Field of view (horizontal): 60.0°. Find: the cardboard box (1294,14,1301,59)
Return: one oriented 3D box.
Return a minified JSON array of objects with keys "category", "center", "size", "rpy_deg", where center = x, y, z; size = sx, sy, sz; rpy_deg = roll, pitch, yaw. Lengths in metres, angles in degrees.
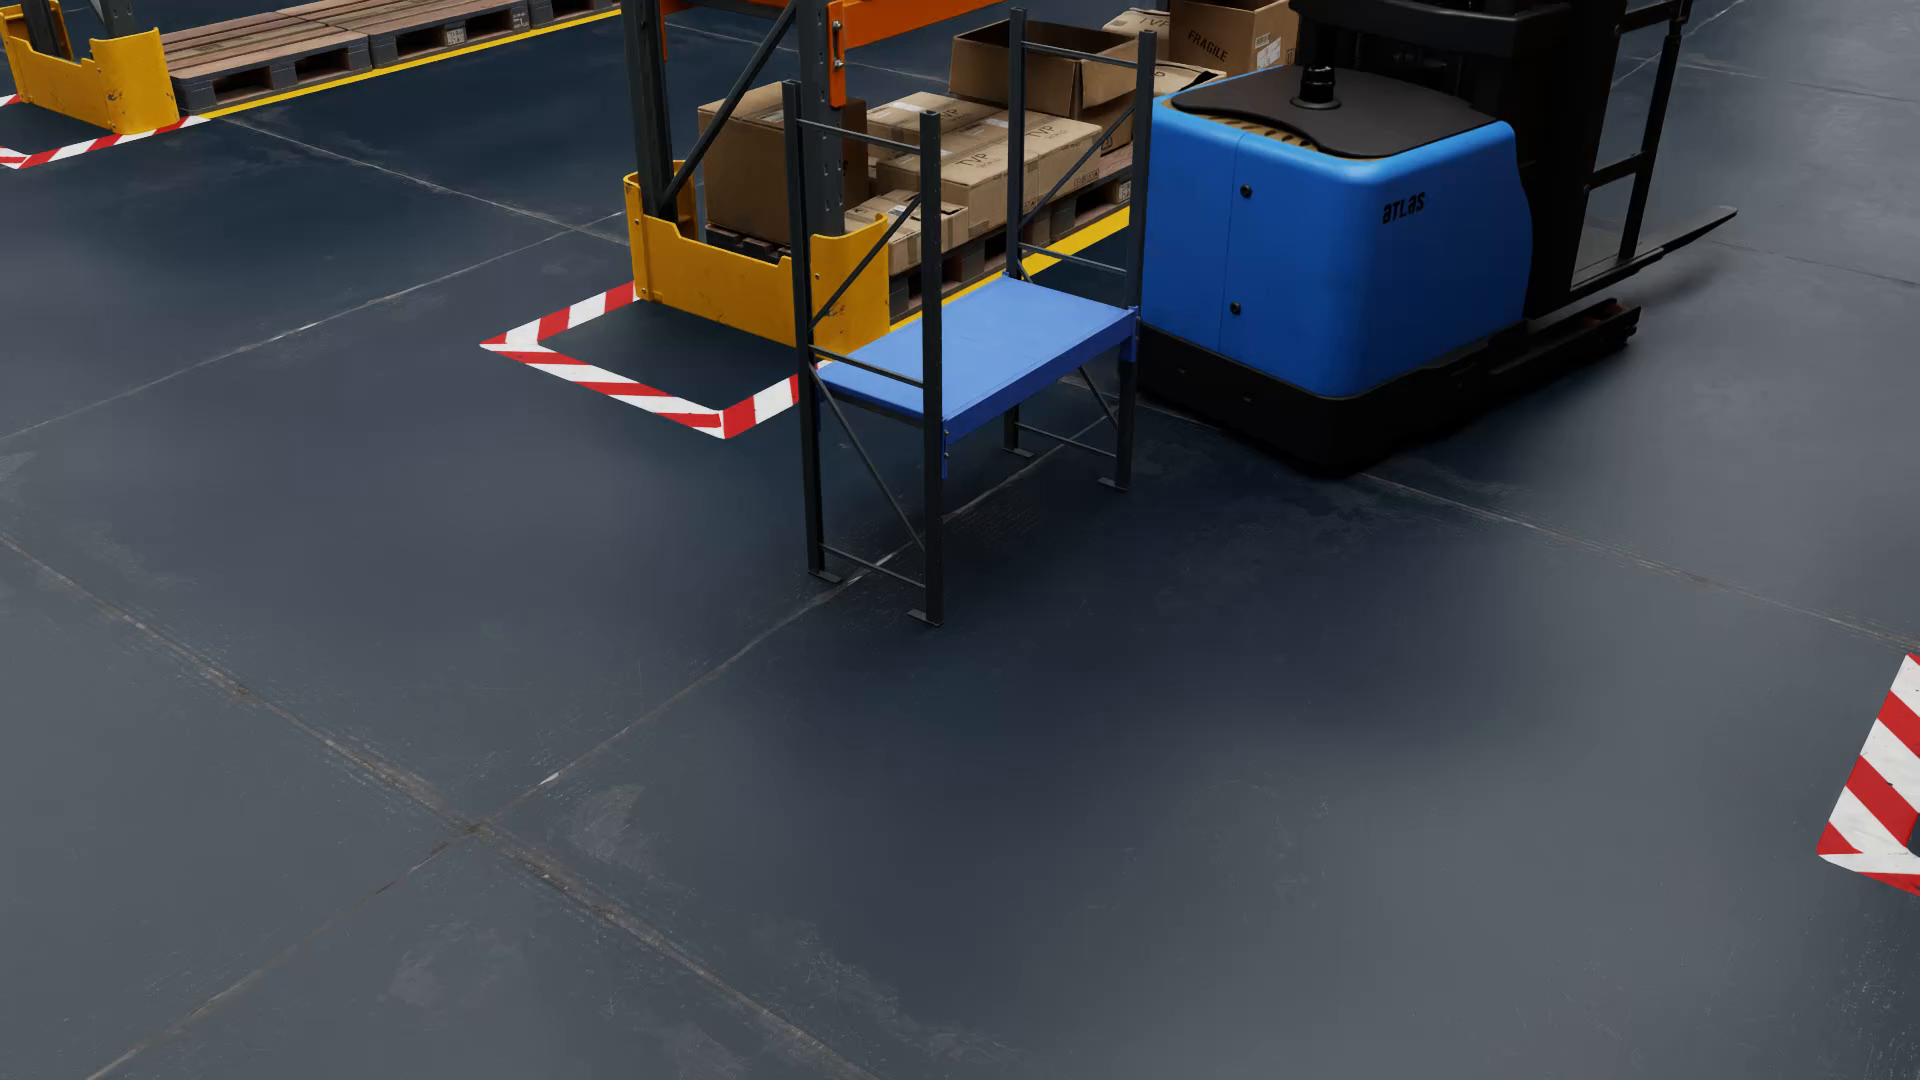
[{"category":"cardboard box","center":[2.034,-3.043,9.462],"size":[0.500,0.500,0.500],"rpy_deg":[19,36,29]}]

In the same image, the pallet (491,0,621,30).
[{"category":"pallet","center":[-2.812,-3.823,11.493],"size":[1.003,0.211,1.213],"rpy_deg":[21,37,31]}]

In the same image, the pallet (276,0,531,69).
[{"category":"pallet","center":[-3.548,-3.325,10.653],"size":[1.003,0.211,1.213],"rpy_deg":[21,37,31]}]

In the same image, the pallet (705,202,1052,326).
[{"category":"pallet","center":[-0.341,-1.337,7.299],"size":[1.003,0.211,1.213],"rpy_deg":[21,37,31]}]

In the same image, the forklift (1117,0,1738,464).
[{"category":"forklift","center":[2.028,-2.135,5.978],"size":[3.031,2.935,1.130],"rpy_deg":[-24,38,-34]}]

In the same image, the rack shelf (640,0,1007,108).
[{"category":"rack shelf","center":[0.340,-2.685,7.543],"size":[1.077,0.370,4.000],"rpy_deg":[21,37,31]}]

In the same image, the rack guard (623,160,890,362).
[{"category":"rack guard","center":[-0.821,-1.137,6.678],"size":[1.175,0.500,0.348],"rpy_deg":[21,37,31]}]

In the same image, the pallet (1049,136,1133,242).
[{"category":"pallet","center":[0.396,-1.830,8.132],"size":[1.003,0.211,1.213],"rpy_deg":[21,37,31]}]

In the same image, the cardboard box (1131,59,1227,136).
[{"category":"cardboard box","center":[0.977,-2.216,8.253],"size":[0.500,0.311,0.500],"rpy_deg":[21,37,31]}]

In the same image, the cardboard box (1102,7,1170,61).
[{"category":"cardboard box","center":[1.121,-2.736,9.129],"size":[0.500,0.311,0.500],"rpy_deg":[21,37,31]}]

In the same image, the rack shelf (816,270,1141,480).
[{"category":"rack shelf","center":[0.051,-0.525,5.018],"size":[0.538,0.185,1.000],"rpy_deg":[21,37,31]}]

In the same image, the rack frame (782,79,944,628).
[{"category":"rack frame","center":[-0.255,-0.473,4.577],"size":[0.500,1.500,0.032],"rpy_deg":[21,37,31]}]

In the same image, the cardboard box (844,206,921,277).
[{"category":"cardboard box","center":[-0.341,-1.208,6.712],"size":[0.380,0.149,0.250],"rpy_deg":[21,37,31]}]

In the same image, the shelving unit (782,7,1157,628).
[{"category":"shelving unit","center":[0.051,-0.680,4.926],"size":[0.538,1.500,1.048],"rpy_deg":[21,37,31]}]

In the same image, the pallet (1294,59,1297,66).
[{"category":"pallet","center":[2.008,-2.950,10.020],"size":[1.003,0.211,1.213],"rpy_deg":[21,37,31]}]

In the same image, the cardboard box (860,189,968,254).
[{"category":"cardboard box","center":[-0.190,-1.318,6.879],"size":[0.380,0.166,0.250],"rpy_deg":[21,37,31]}]

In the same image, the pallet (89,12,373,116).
[{"category":"pallet","center":[-4.285,-2.831,9.819],"size":[1.003,0.211,1.213],"rpy_deg":[21,37,31]}]

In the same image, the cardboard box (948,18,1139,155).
[{"category":"cardboard box","center":[0.417,-2.157,7.965],"size":[0.797,0.503,0.637],"rpy_deg":[21,37,31]}]

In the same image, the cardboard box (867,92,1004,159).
[{"category":"cardboard box","center":[-0.138,-1.861,7.714],"size":[0.500,0.250,0.500],"rpy_deg":[21,37,31]}]

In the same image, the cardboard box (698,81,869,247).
[{"category":"cardboard box","center":[-0.735,-1.592,7.014],"size":[0.500,0.500,0.500],"rpy_deg":[21,37,31]}]

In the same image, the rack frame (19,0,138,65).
[{"category":"rack frame","center":[-4.814,-3.707,8.563],"size":[1.000,3.000,0.127],"rpy_deg":[21,37,31]}]

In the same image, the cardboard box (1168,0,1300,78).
[{"category":"cardboard box","center":[1.430,-2.602,8.719],"size":[0.500,0.500,0.500],"rpy_deg":[21,37,31]}]

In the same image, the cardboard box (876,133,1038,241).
[{"category":"cardboard box","center":[-0.011,-1.524,7.146],"size":[0.500,0.250,0.500],"rpy_deg":[21,37,31]}]

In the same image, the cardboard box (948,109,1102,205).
[{"category":"cardboard box","center":[0.291,-1.728,7.489],"size":[0.500,0.250,0.500],"rpy_deg":[21,37,31]}]

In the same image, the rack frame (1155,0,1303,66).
[{"category":"rack frame","center":[1.547,-3.807,8.732],"size":[1.000,3.000,0.127],"rpy_deg":[21,37,31]}]

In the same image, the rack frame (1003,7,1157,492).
[{"category":"rack frame","center":[0.358,-0.887,5.275],"size":[0.500,1.500,0.032],"rpy_deg":[21,37,31]}]

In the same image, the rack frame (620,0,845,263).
[{"category":"rack frame","center":[-0.867,-2.181,5.988],"size":[1.000,3.000,0.127],"rpy_deg":[21,37,31]}]

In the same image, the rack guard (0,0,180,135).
[{"category":"rack guard","center":[-4.818,-2.618,9.177],"size":[1.175,0.500,0.348],"rpy_deg":[21,37,31]}]

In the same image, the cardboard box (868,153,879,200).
[{"category":"cardboard box","center":[-0.419,-1.585,7.330],"size":[0.380,0.166,0.250],"rpy_deg":[21,37,31]}]

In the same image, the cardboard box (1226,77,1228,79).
[{"category":"cardboard box","center":[1.251,-2.280,8.520],"size":[0.380,0.149,0.250],"rpy_deg":[21,37,31]}]
